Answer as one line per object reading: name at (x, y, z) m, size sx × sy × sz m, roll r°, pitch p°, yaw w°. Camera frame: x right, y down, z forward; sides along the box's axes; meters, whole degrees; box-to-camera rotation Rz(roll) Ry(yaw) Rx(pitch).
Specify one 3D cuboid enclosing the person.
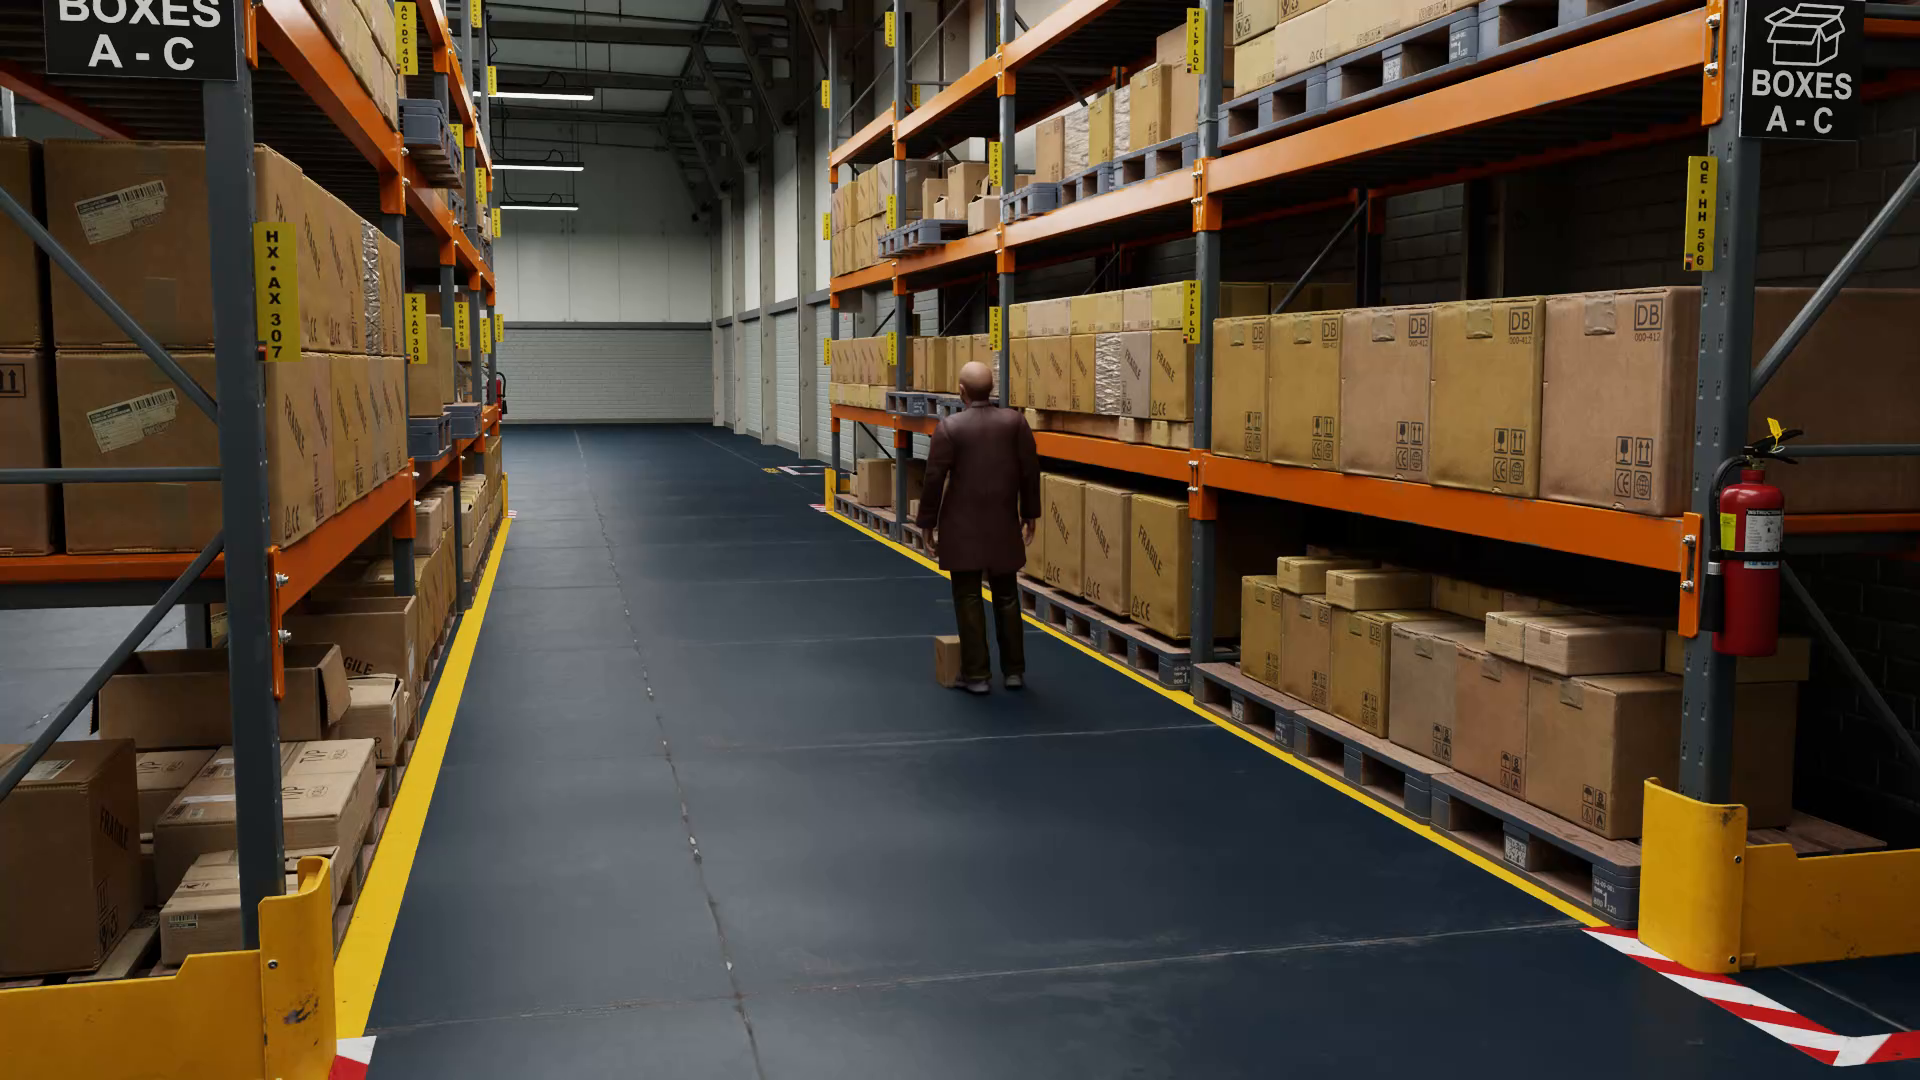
person at (0.085, -0.075, 9.017) m, size 0.693 × 1.775 × 0.582 m, roll -1°, pitch 6°, yaw -13°
